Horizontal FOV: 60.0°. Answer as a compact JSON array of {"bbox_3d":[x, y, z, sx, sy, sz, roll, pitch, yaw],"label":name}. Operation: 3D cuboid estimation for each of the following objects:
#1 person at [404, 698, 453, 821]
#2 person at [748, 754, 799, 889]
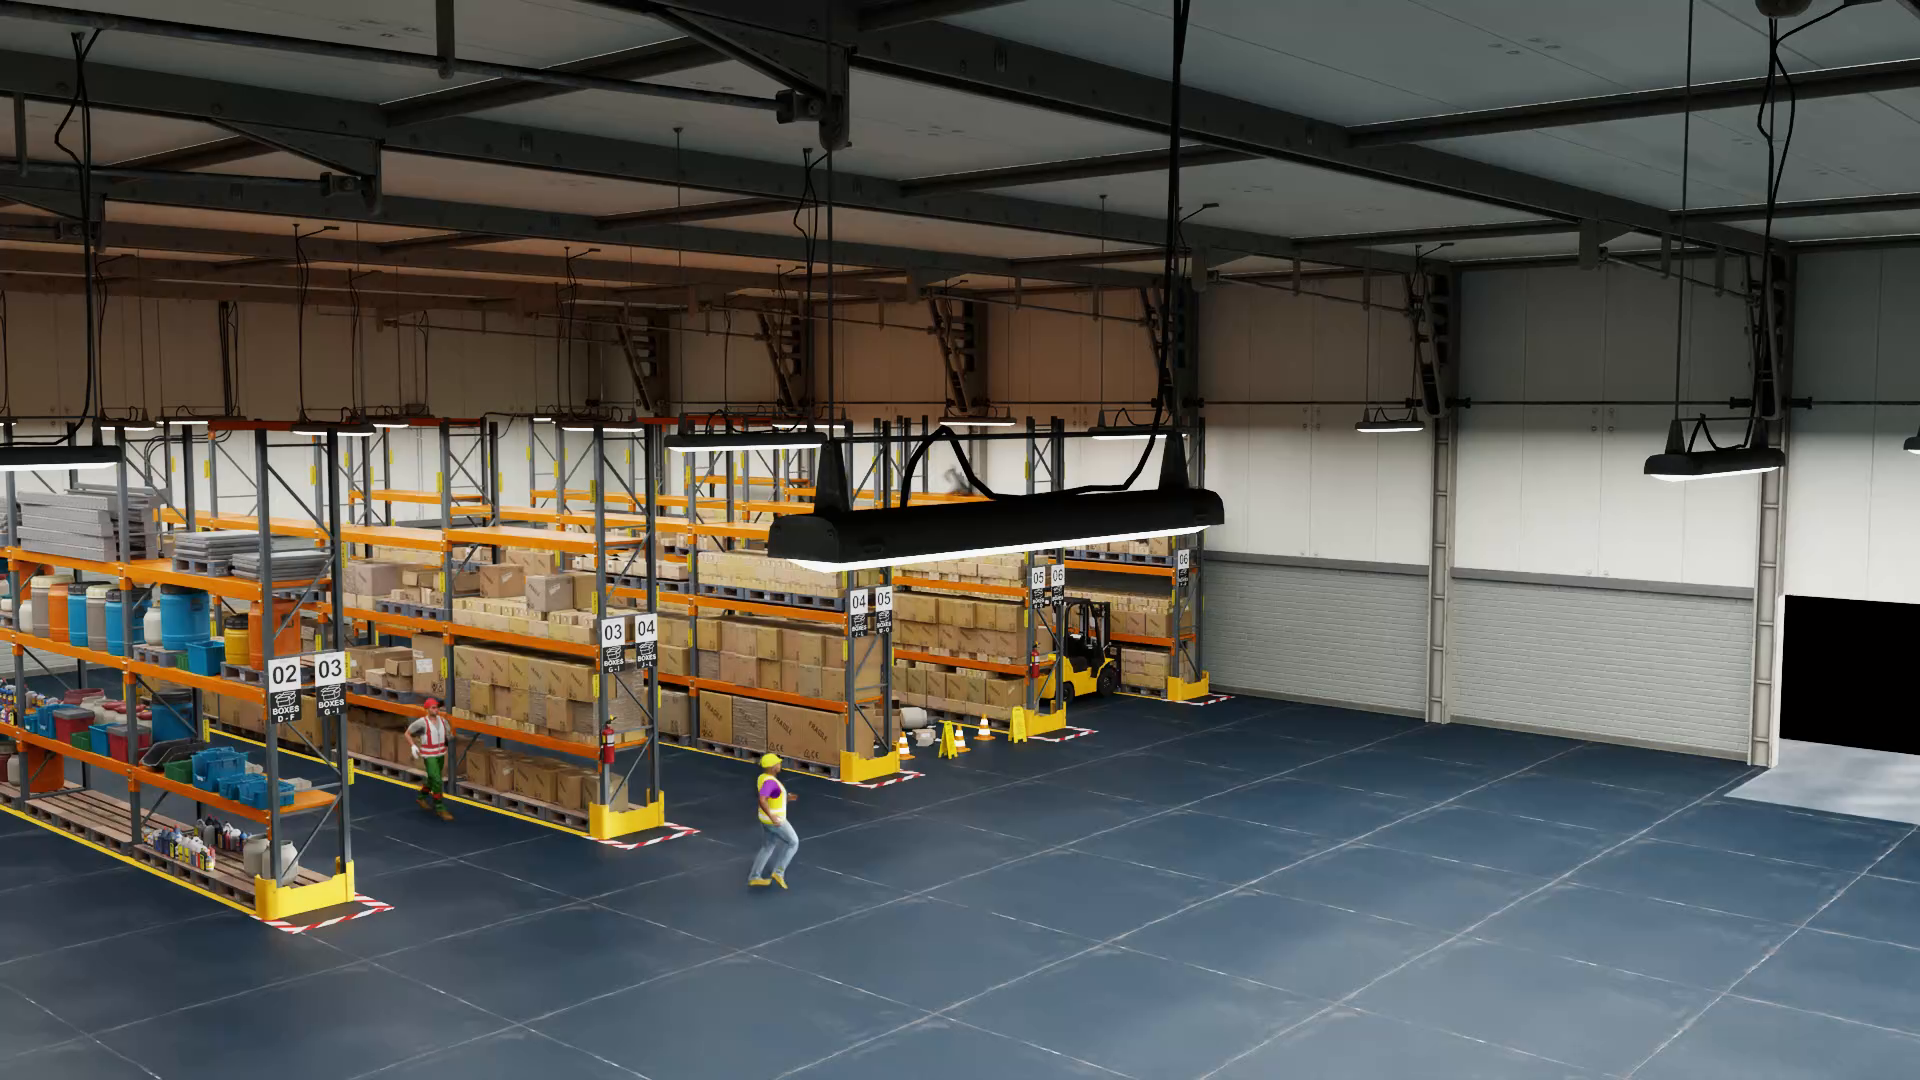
[{"bbox_3d":[-8.026,3.308,25.325,0.930,1.810,0.656,3,5,30],"label":"person"},{"bbox_3d":[-2.404,3.658,21.614,0.720,1.785,0.672,-2,5,-27],"label":"person"}]
